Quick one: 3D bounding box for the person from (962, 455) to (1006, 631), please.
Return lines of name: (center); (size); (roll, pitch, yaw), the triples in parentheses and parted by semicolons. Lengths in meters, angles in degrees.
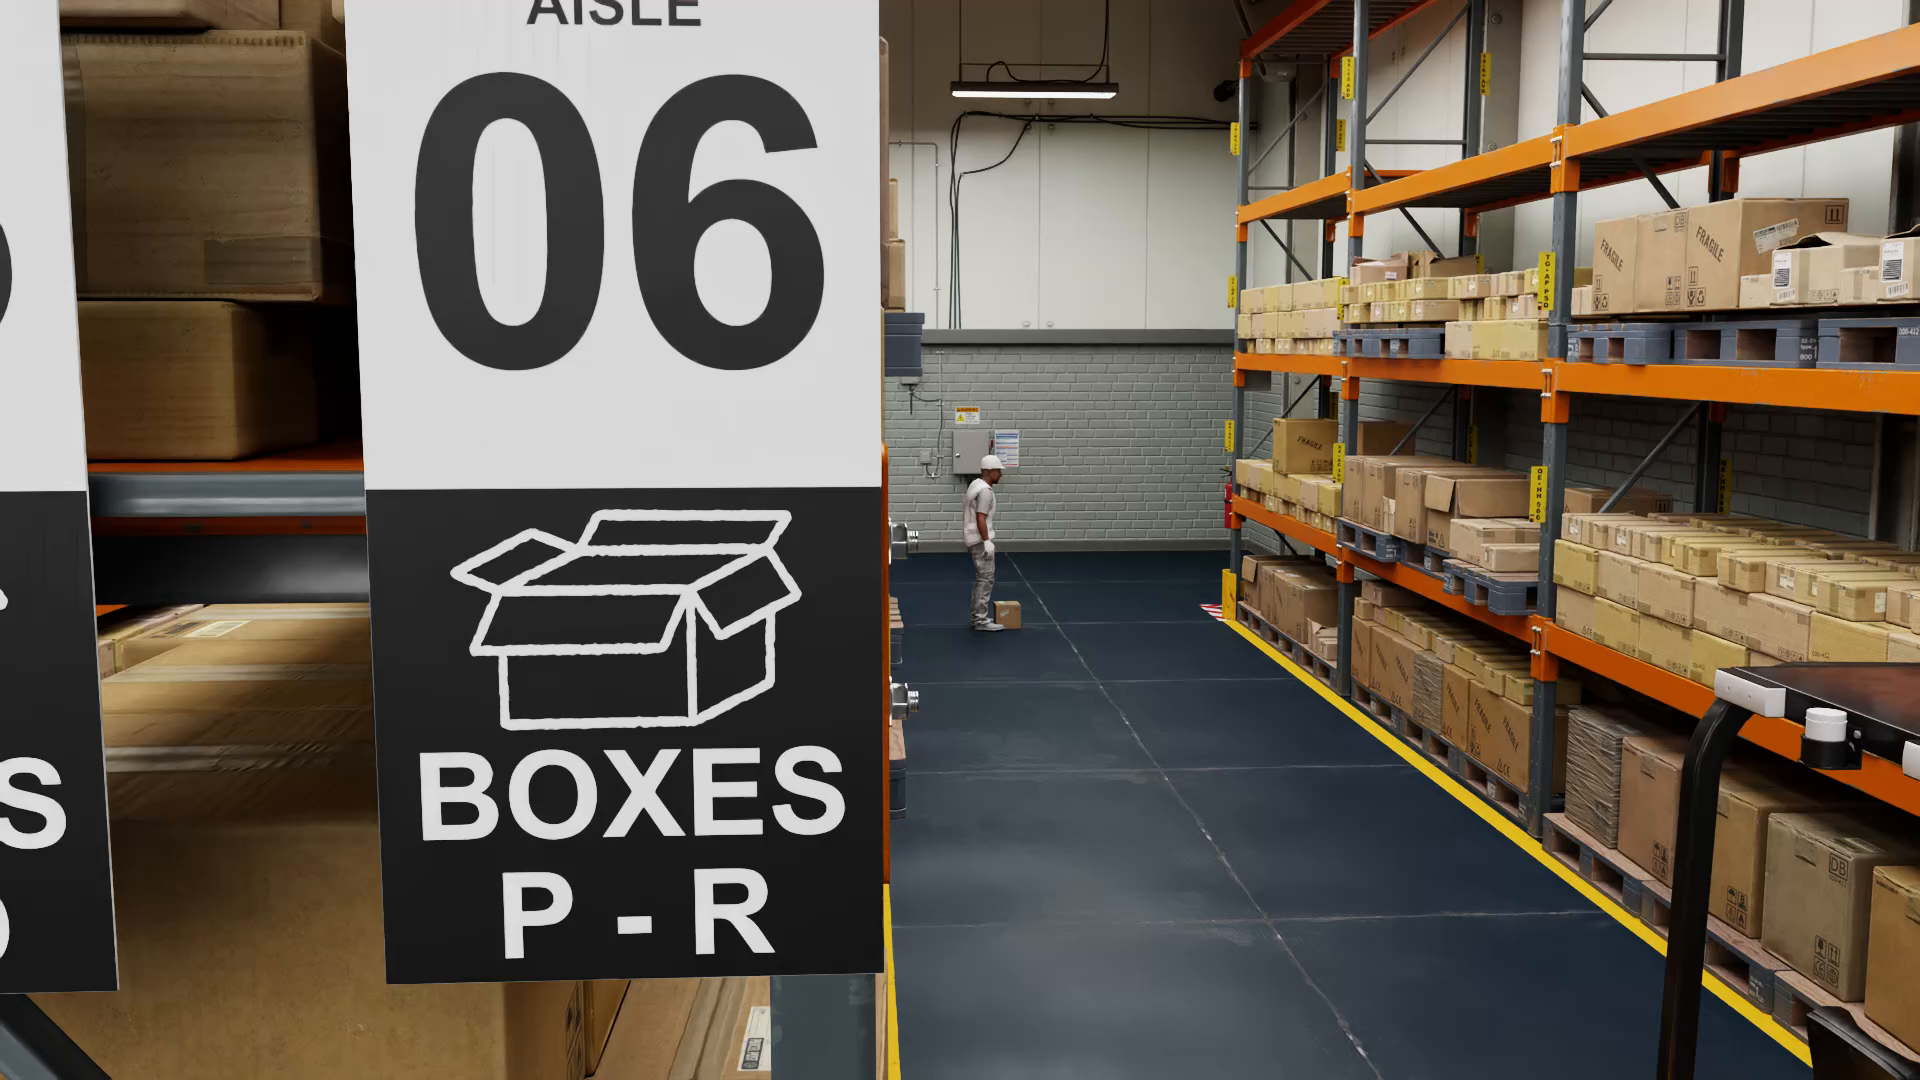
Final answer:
person: (0.252, 0.022, 17.006); (0.449, 1.774, 0.617); (0, 7, -3)
